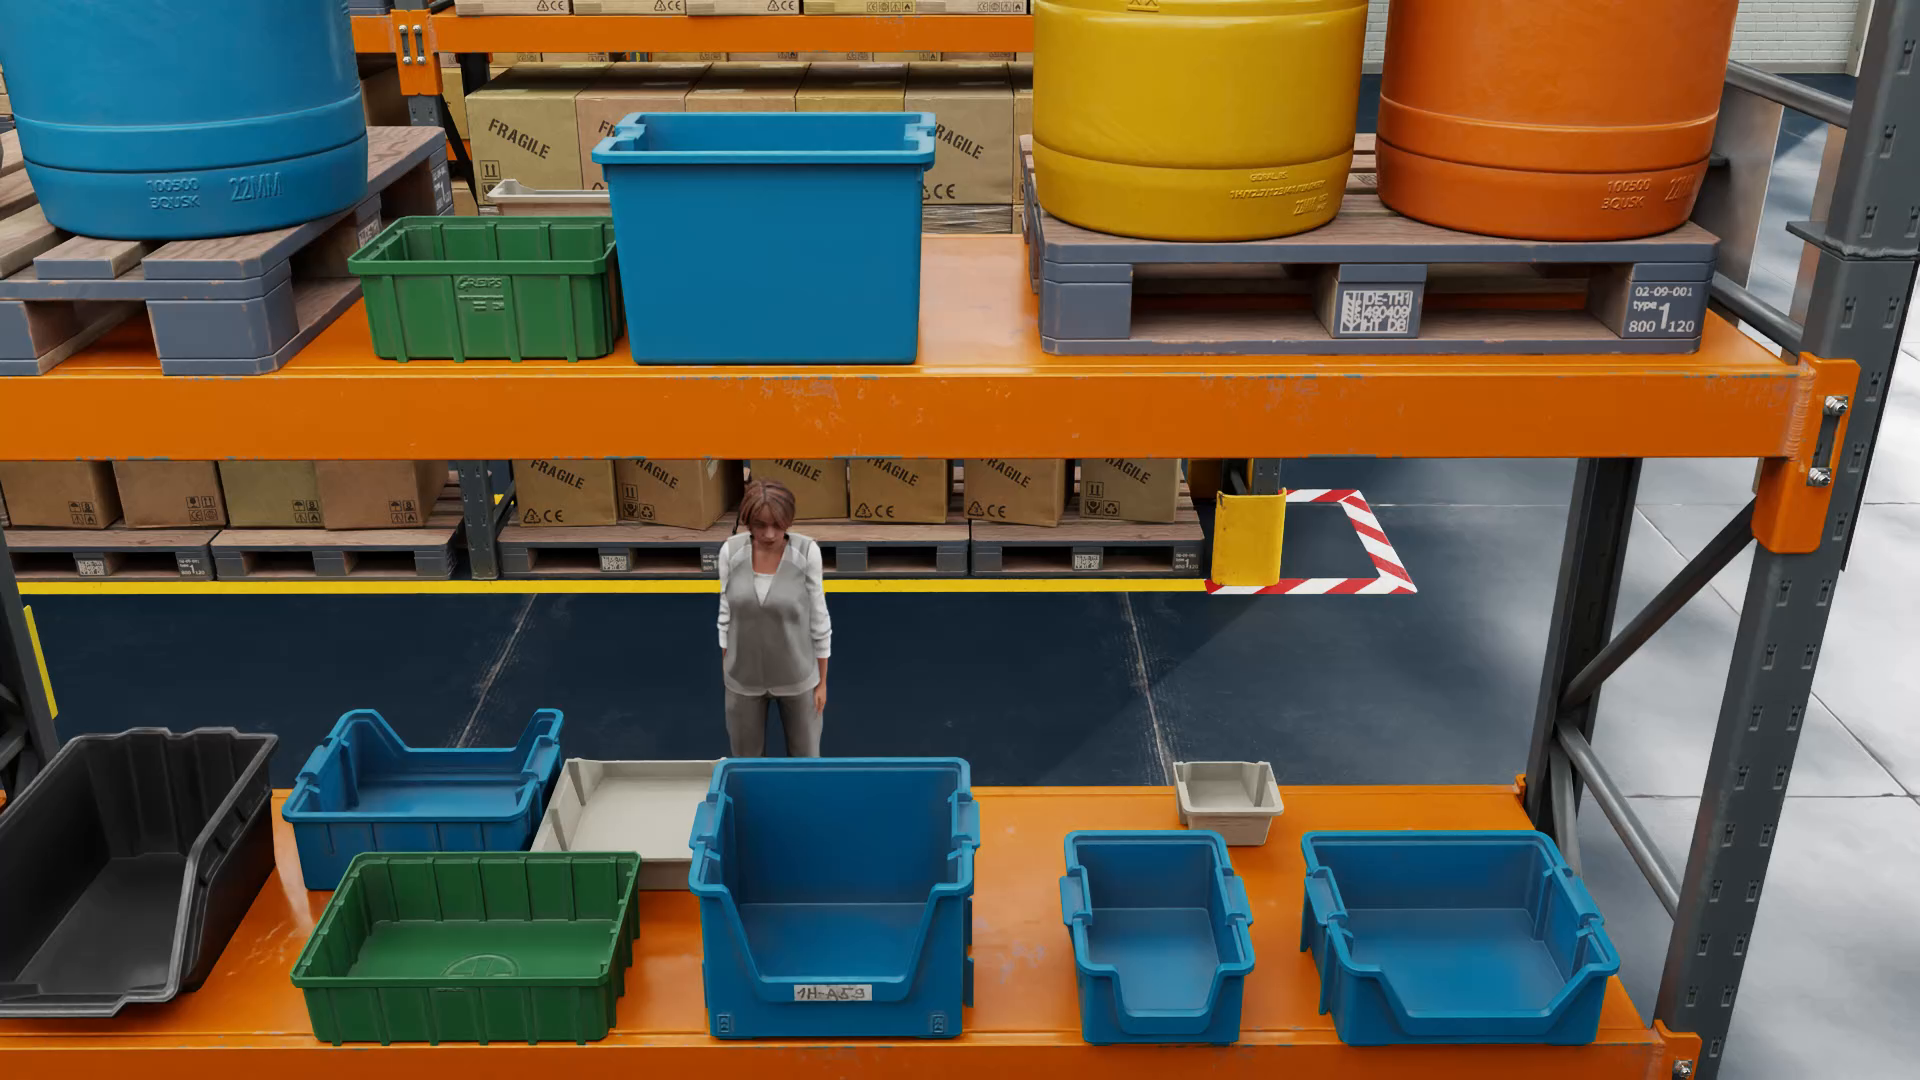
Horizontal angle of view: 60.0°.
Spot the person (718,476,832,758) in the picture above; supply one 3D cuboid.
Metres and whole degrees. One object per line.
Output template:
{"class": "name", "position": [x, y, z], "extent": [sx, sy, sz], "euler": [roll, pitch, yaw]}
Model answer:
{"class": "person", "position": [-0.657, 0.515, 5.996], "extent": [0.407, 1.590, 0.305], "euler": [0, 24, 1]}
